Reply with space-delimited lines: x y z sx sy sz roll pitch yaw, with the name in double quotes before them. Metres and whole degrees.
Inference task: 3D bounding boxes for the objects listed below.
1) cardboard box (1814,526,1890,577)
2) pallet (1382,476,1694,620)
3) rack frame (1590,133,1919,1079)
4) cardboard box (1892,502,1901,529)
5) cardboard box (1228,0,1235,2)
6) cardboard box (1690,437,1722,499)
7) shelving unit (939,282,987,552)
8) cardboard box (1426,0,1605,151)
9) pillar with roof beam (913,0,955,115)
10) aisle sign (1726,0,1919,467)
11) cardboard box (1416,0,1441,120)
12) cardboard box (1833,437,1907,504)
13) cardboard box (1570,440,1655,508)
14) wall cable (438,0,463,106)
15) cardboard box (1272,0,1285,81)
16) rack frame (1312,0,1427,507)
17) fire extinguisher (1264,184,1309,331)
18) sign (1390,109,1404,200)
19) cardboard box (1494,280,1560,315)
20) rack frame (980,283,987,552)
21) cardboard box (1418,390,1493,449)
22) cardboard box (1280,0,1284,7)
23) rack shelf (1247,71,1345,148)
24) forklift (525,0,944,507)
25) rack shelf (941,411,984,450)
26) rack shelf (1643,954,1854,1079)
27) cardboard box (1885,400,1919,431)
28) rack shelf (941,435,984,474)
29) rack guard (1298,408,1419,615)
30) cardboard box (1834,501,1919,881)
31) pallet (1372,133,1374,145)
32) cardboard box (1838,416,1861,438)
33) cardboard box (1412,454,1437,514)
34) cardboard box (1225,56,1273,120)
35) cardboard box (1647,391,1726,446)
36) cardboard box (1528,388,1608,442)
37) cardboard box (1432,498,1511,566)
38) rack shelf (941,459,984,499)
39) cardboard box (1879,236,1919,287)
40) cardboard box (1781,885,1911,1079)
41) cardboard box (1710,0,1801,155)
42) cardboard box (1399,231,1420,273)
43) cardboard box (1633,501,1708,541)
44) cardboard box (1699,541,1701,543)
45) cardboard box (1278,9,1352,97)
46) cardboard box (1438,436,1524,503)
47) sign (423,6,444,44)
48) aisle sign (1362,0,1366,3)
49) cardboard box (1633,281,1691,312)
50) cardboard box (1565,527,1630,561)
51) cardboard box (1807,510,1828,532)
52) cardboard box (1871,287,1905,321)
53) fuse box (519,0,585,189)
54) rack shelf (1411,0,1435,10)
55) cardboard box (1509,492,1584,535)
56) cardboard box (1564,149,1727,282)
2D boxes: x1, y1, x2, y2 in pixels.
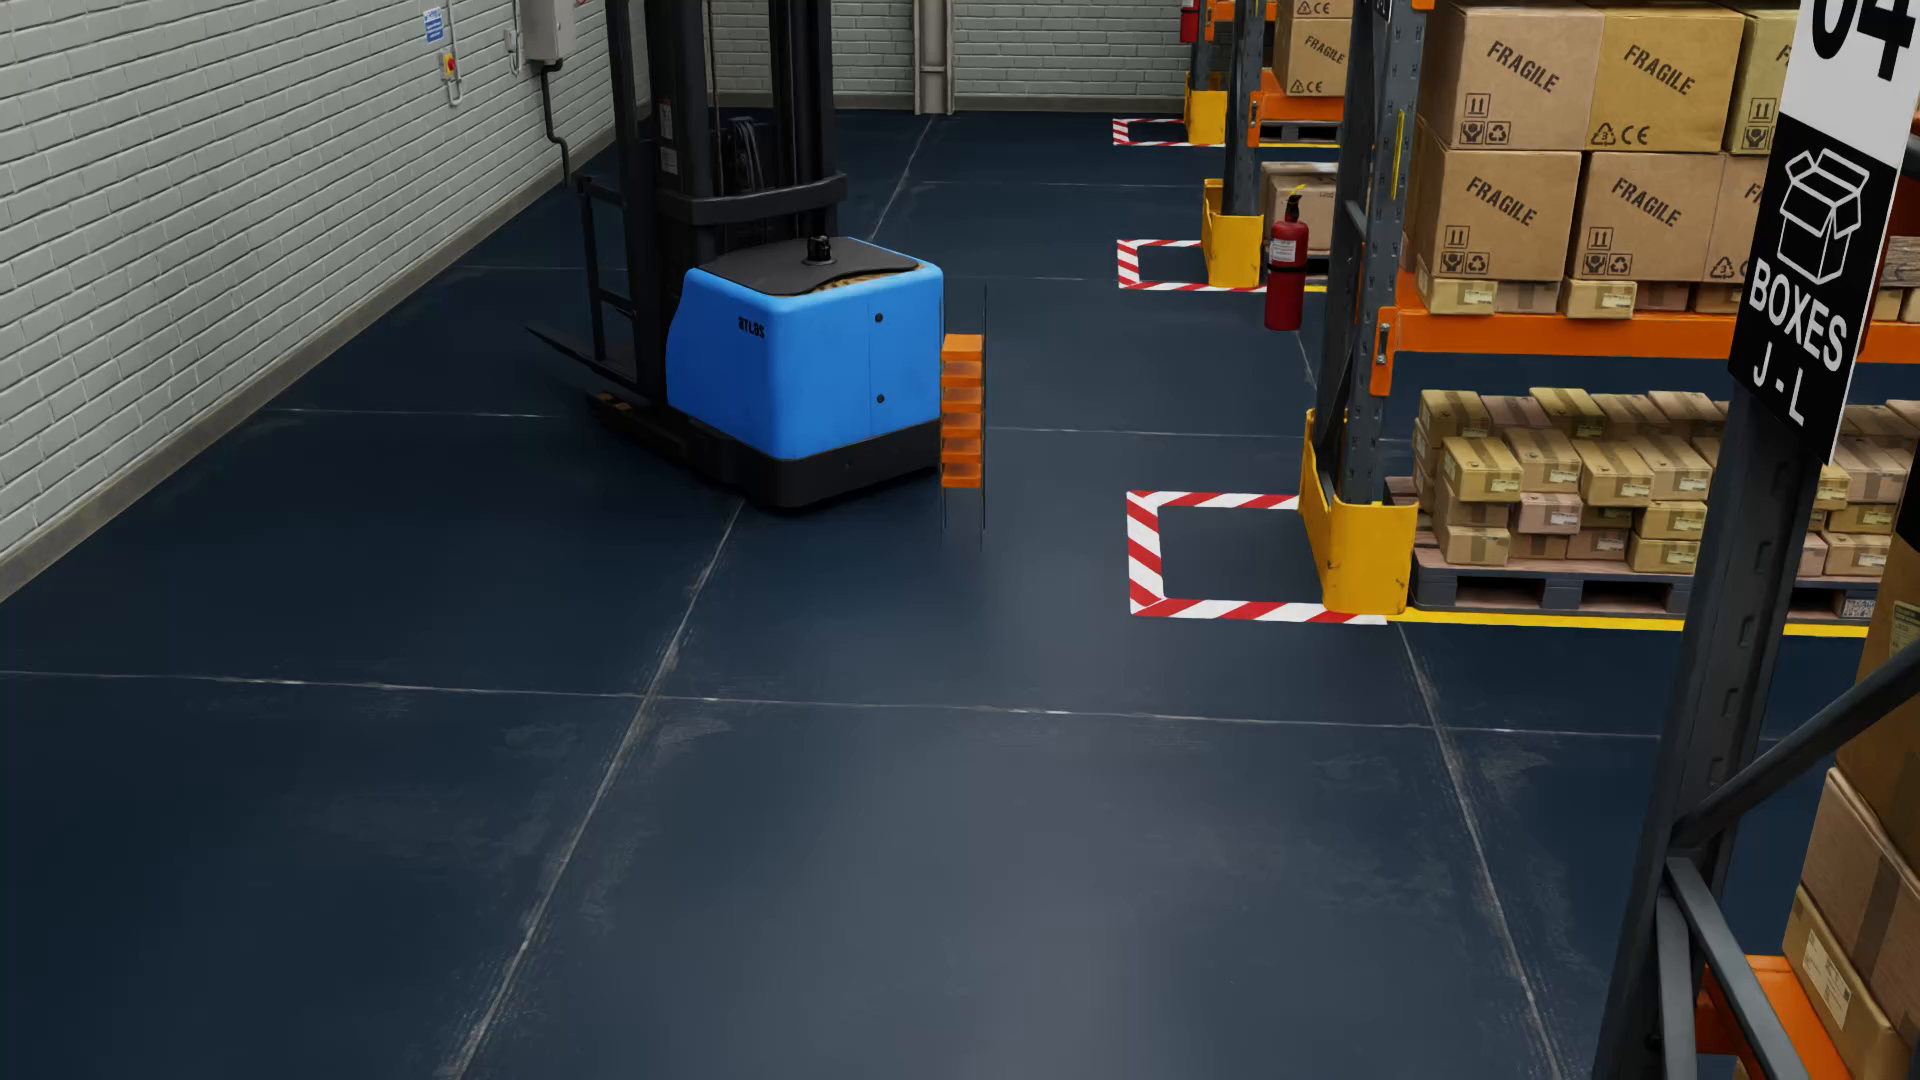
"cardboard box" 3.738 0.006 7.057 0.250 0.149 0.380 2 25 4
"pallet" 2.579 0.018 7.459 1.213 0.211 1.003 2 25 4
"rack frame" 1.216 0.770 2.488 0.053 2.616 0.949 2 25 4
"cardboard box" 4.043 -0.143 7.025 0.250 0.149 0.380 1 25 1
"cardboard box" 2.658 -5.189 15.738 0.250 0.149 0.380 2 25 4
"cardboard box" 3.248 -0.294 6.996 0.250 0.149 0.380 3 25 6
"shelving unit" 0.014 -0.545 7.498 0.189 1.200 0.258 2 25 4
"cardboard box" 2.124 -1.802 6.406 0.500 0.500 0.500 2 25 4
"pillar with roof beam" -0.598 -6.821 11.808 0.400 9.000 9.100 2 25 4
"aisle sign" 1.167 -0.537 2.218 0.004 0.787 0.394 2 25 4
"cardboard box" 2.172 -2.016 6.872 0.500 0.500 0.500 1 25 3
"cardboard box" 3.764 -0.298 7.005 0.250 0.149 0.380 2 25 4
"cardboard box" 2.718 -0.280 6.966 0.250 0.149 0.380 2 25 4
"wall cable" -3.649 -4.005 11.613 0.123 1.953 0.585 2 25 4
"cardboard box" 2.476 -3.499 11.646 0.500 0.500 0.500 2 25 4
"rack frame" 1.696 -1.292 6.970 0.127 3.000 1.000 2 25 4
"fire extinguisher" 1.481 -1.288 7.500 0.183 0.674 0.296 2 25 4
"sign" 1.655 -1.459 6.298 0.005 0.325 0.100 2 25 4
"cardboard box" 2.251 -1.040 6.723 0.250 0.149 0.380 3 25 6
"rack frame" 0.106 -0.542 7.492 0.006 1.200 0.240 2 25 4
"cardboard box" 2.244 -0.547 7.547 0.250 0.149 0.380 2 25 5
"cardboard box" 2.473 -3.942 11.413 0.500 0.500 0.500 3 25 6
"rack shelf" 3.969 -2.968 11.472 4.000 0.370 1.077 2 25 4
"forklift" -1.395 -2.028 8.652 1.130 2.935 3.031 -19 31 -36
"rack shelf" 0.014 -0.504 7.517 0.180 0.103 0.258 2 25 4
"rack shelf" 3.210 1.162 2.496 4.000 0.370 1.077 2 25 4
"cardboard box" 4.322 -0.490 7.422 0.250 0.149 0.380 2 25 5
"rack shelf" 0.014 -0.395 7.567 0.180 0.103 0.258 2 25 4
"rack guard" 1.772 -0.154 7.487 0.348 0.500 1.175 2 25 4
"cardboard box" 1.722 0.270 2.501 0.500 0.500 0.500 2 25 5
"pallet" 4.435 -4.093 16.393 1.213 0.211 1.003 2 25 4
"cardboard box" 3.801 -0.488 7.419 0.250 0.149 0.380 2 25 4
"cardboard box" 2.237 -0.258 7.631 0.250 0.149 0.380 2 25 5
"cardboard box" 2.953 -4.425 16.263 0.637 0.503 0.797 1 25 2
"cardboard box" 3.283 -0.540 7.531 0.250 0.149 0.380 3 25 6
"cardboard box" 2.758 -0.560 7.574 0.250 0.149 0.380 1 25 3
"cardboard box" 2.194 -0.038 7.152 0.250 0.149 0.380 2 25 5
"rack shelf" 0.014 -0.286 7.617 0.180 0.103 0.258 2 25 4
"cardboard box" 3.655 -1.302 6.516 0.500 0.500 0.500 1 25 3
"cardboard box" 1.596 0.760 2.811 0.250 0.149 0.380 2 25 5
"cardboard box" 3.144 -1.763 6.321 0.500 0.500 0.500 1 25 3
"cardboard box" 2.043 -1.286 7.256 0.250 0.149 0.380 2 25 4
"cardboard box" 2.966 -0.143 7.024 0.250 0.149 0.380 3 25 6
"cardboard box" 3.218 -0.036 7.148 0.250 0.149 0.380 2 25 4
"cardboard box" 2.431 -3.269 11.147 0.500 0.500 0.500 2 25 4
"cardboard box" 2.193 -0.300 7.010 0.250 0.149 0.380 1 25 2
"sign" -3.714 -3.634 11.736 0.001 0.218 0.327 2 25 4
"aisle sign" 1.647 -2.601 6.704 0.004 0.787 0.394 2 25 4
"cardboard box" 2.784 -1.058 6.762 0.250 0.149 0.380 3 25 6
"cardboard box" 2.710 -0.059 7.197 0.250 0.149 0.380 2 25 5
"cardboard box" 3.512 -0.182 7.110 0.250 0.149 0.380 3 25 7
"cardboard box" 3.554 -1.003 6.641 0.250 0.149 0.380 3 25 6
"fuse box" -3.343 -3.815 13.994 0.414 1.711 0.539 2 25 4
"rack shelf" 3.690 -2.264 6.355 4.000 0.370 1.077 2 25 4
"cardboard box" 2.468 -0.167 7.077 0.250 0.149 0.380 2 25 4
"cardboard box" 2.658 -1.337 6.592 0.500 0.500 0.500 2 25 4
